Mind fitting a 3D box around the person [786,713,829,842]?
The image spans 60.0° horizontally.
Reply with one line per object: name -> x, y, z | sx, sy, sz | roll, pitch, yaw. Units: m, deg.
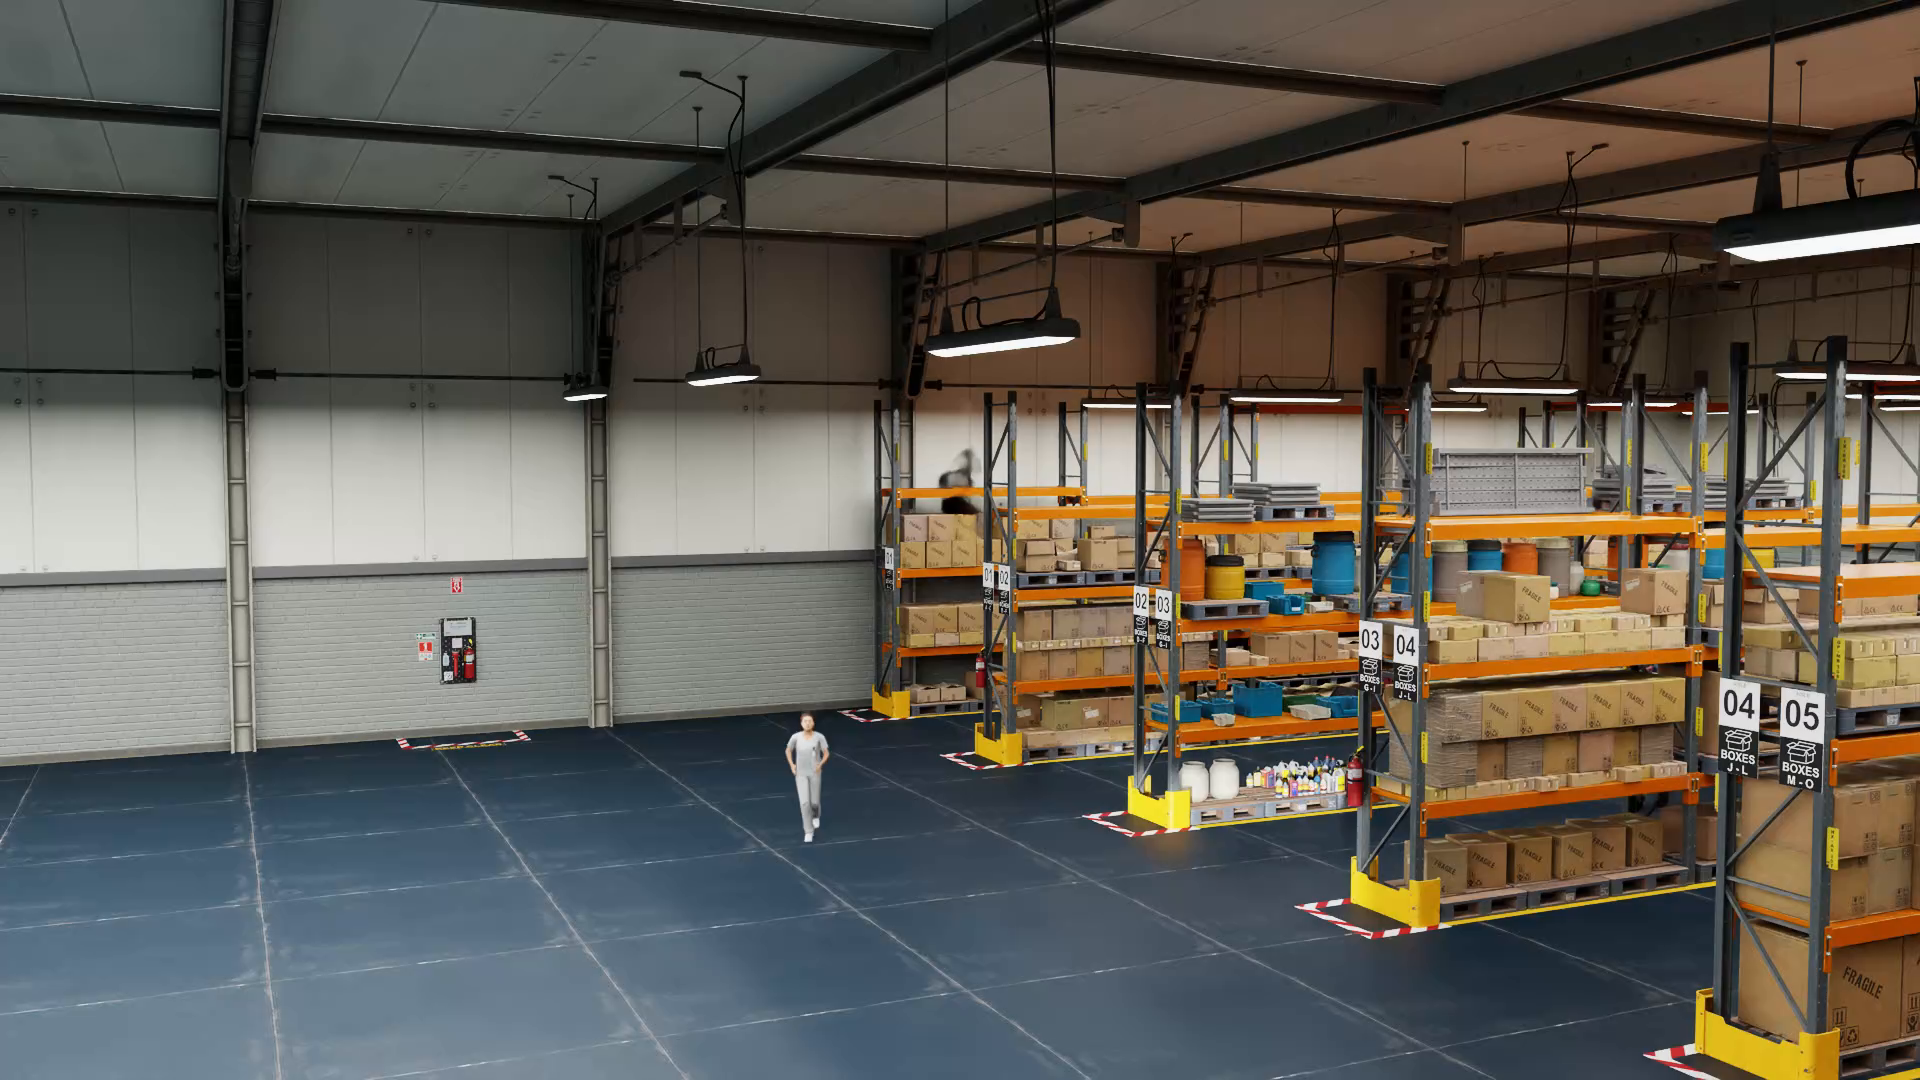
person -> -1.999, 3.077, 21.779 | 0.574, 1.651, 0.635 | 0, 3, -3

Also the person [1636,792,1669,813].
person -> 9.685, 2.959, 23.337 | 0.700, 1.784, 0.648 | -2, 4, -31
